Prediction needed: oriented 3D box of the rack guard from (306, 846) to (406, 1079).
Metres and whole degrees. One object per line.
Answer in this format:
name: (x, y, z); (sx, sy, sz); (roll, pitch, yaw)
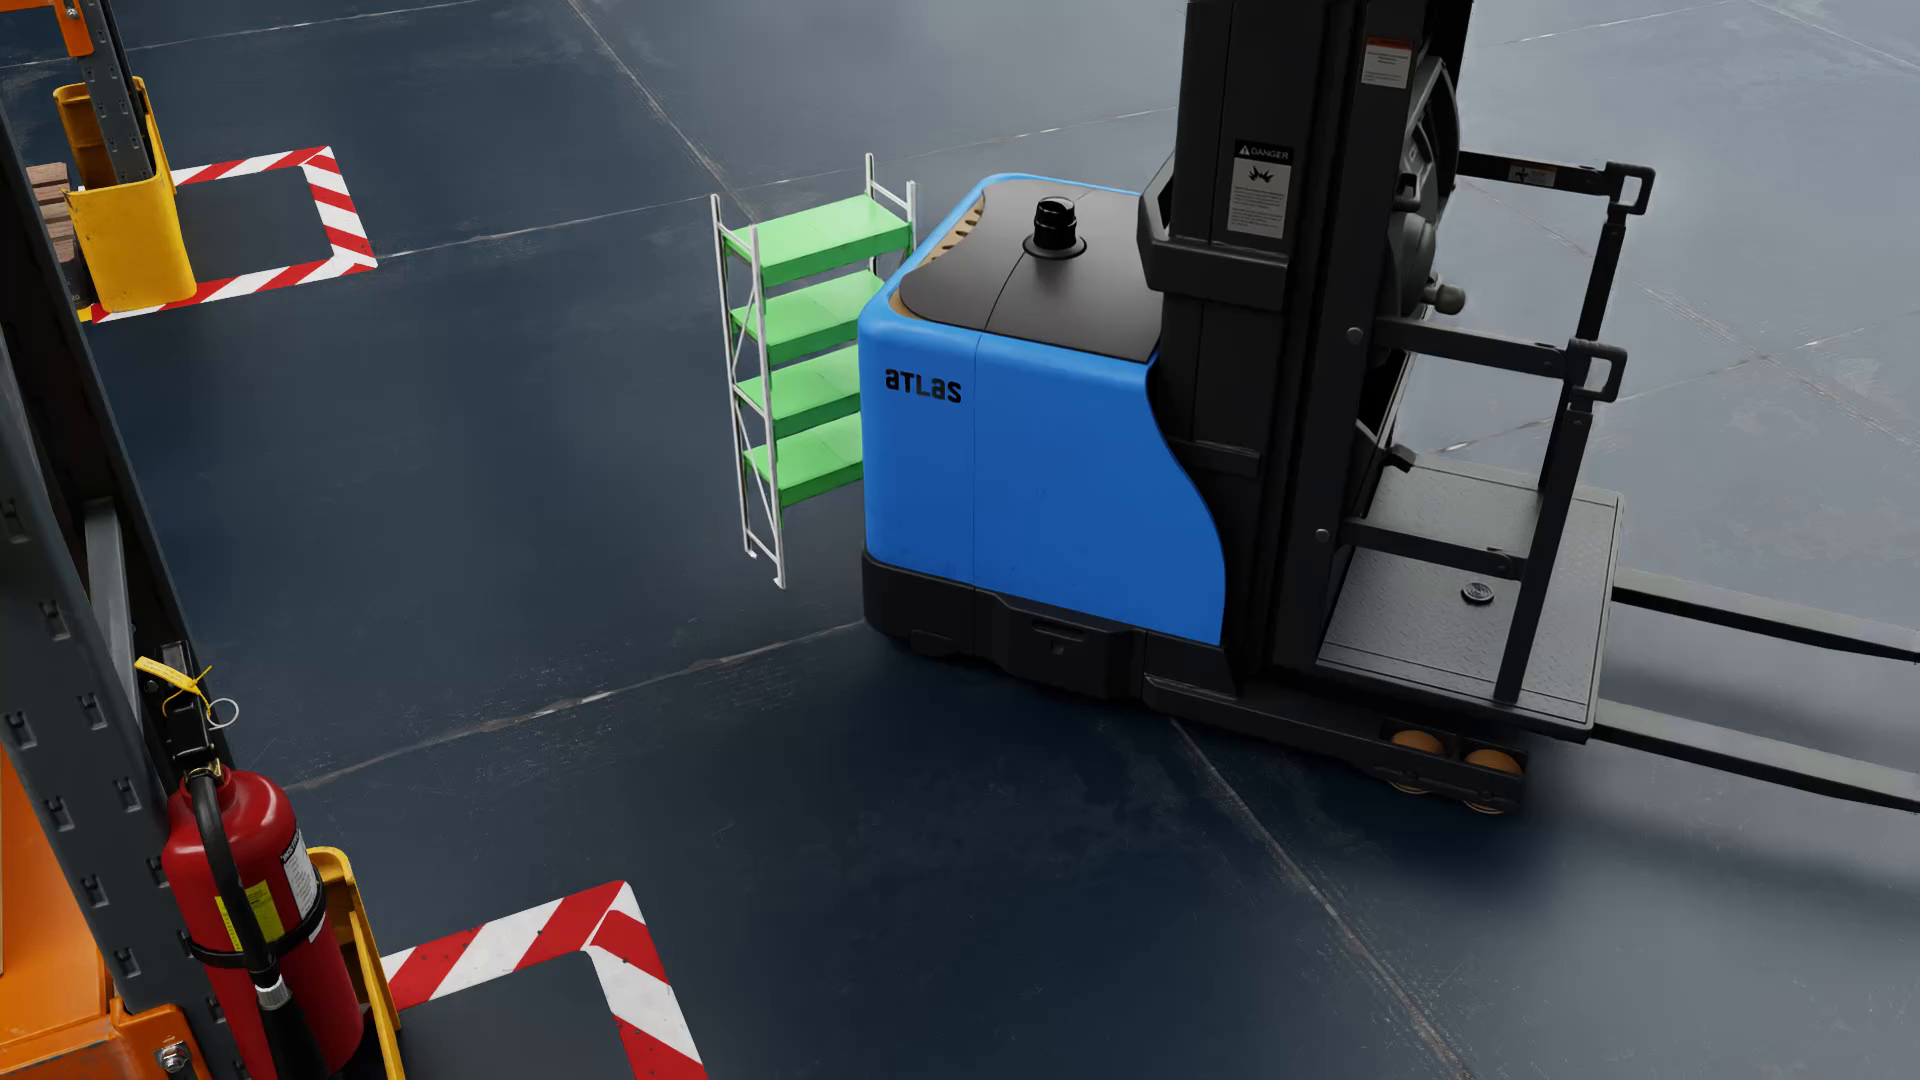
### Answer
rack guard: (-1.225, 1.198, 3.216); (0.348, 0.500, 1.175); (-16, 39, -20)

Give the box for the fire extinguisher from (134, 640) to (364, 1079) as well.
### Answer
fire extinguisher: (-0.942, 0.452, 2.188); (0.183, 0.674, 0.296); (-16, 39, -20)

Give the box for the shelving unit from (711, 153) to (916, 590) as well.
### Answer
shelving unit: (-0.398, -0.473, 4.881); (0.503, 1.200, 0.258); (-22, 42, -27)

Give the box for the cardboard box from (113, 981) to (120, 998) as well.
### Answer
cardboard box: (-1.827, 1.151, 3.135); (0.500, 0.250, 0.500); (-16, 39, -20)

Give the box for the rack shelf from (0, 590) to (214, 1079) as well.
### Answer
rack shelf: (-3.057, 0.995, 1.994); (4.000, 0.370, 1.077); (-16, 39, -20)

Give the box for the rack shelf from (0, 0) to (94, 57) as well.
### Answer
rack shelf: (-5.158, -1.677, 5.597); (4.000, 0.370, 1.077); (-16, 39, -20)

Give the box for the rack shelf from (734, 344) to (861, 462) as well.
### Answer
rack shelf: (-0.398, -0.422, 4.919); (0.480, 0.148, 0.258); (-22, 42, -27)

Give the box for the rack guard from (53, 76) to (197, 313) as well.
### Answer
rack guard: (-3.397, -1.424, 6.750); (0.348, 0.500, 1.175); (-16, 39, -20)

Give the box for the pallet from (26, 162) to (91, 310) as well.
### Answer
pallet: (-4.134, -1.105, 6.563); (1.213, 0.211, 1.003); (-16, 39, -20)

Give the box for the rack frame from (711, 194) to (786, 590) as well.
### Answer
rack frame: (-0.601, -0.392, 4.772); (0.015, 1.200, 0.240); (-22, 42, -27)

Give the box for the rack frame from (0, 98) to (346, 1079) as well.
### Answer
rack frame: (-1.247, 0.200, 2.463); (0.127, 3.000, 1.000); (-16, 39, -20)

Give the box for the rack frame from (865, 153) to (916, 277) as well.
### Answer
rack frame: (-0.195, -0.554, 4.990); (0.015, 1.200, 0.240); (-22, 42, -27)

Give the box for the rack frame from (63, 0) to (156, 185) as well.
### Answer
rack frame: (-3.348, -2.472, 6.065); (0.127, 3.000, 1.000); (-16, 39, -20)

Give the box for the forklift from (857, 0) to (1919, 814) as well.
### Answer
forklift: (1.289, -0.831, 3.910); (3.031, 2.935, 1.130); (13, 39, 17)

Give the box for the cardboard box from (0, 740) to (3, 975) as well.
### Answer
cardboard box: (-1.675, 0.271, 2.283); (0.500, 0.500, 0.700); (-16, 39, -20)

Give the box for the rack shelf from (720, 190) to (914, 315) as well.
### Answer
rack shelf: (-0.398, -0.807, 4.633); (0.480, 0.148, 0.258); (-22, 42, -27)

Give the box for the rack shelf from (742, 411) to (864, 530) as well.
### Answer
rack shelf: (-0.398, -0.229, 5.062); (0.480, 0.148, 0.258); (-22, 42, -27)

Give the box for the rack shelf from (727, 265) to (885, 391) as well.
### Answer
rack shelf: (-0.398, -0.615, 4.776); (0.480, 0.148, 0.258); (-22, 42, -27)
